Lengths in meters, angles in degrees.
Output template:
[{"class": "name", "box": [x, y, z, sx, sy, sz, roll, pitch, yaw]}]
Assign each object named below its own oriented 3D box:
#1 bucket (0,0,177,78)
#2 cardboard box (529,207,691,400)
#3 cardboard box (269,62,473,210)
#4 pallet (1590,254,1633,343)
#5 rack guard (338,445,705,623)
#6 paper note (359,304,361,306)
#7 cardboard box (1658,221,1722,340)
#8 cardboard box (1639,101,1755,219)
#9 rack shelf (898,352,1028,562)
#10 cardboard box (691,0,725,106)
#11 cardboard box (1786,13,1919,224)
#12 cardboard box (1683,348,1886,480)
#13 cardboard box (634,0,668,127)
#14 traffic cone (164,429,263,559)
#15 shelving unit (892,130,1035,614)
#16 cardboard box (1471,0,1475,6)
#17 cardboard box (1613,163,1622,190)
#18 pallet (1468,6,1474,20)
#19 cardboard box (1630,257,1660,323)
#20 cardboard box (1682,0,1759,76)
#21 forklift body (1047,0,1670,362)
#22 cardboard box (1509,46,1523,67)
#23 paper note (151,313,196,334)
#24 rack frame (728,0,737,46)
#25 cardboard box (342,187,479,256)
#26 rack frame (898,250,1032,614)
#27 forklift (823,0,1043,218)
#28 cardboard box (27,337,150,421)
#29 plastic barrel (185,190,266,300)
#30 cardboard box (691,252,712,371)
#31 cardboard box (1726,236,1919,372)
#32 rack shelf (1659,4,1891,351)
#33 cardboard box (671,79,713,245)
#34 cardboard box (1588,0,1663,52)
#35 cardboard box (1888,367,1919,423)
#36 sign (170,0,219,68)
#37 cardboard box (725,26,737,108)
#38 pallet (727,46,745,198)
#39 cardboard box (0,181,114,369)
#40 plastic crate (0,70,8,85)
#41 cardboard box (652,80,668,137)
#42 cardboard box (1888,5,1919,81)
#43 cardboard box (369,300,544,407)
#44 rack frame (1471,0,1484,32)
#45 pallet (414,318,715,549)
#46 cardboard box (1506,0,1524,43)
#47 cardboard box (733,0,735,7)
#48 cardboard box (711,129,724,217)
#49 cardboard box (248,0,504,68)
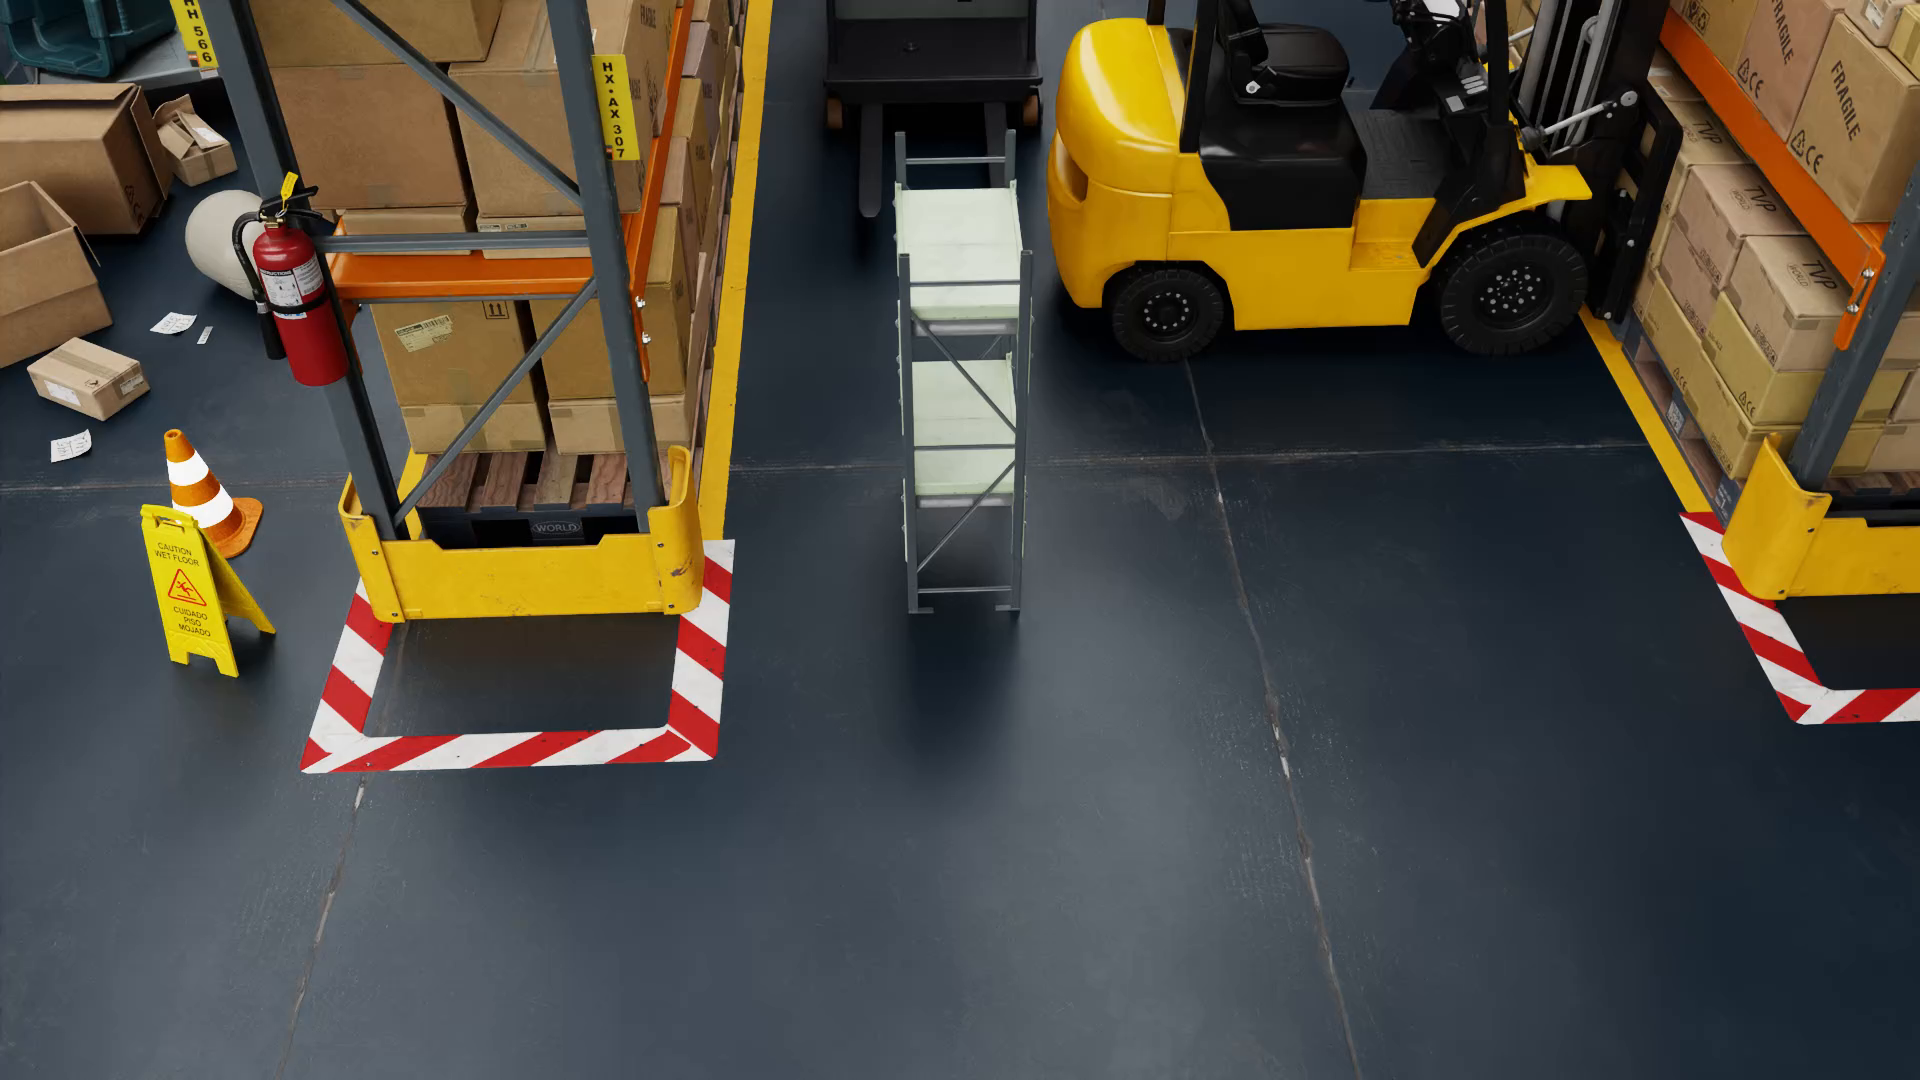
[{"class": "bucket", "box": [-4.325, -2.709, 8.284, 0.726, 0.611, 0.620, 12, 34, 13]}, {"class": "cardboard box", "box": [-1.283, -0.878, 6.157, 0.500, 0.500, 0.500, -3, 43, -3]}, {"class": "cardboard box", "box": [-1.821, -1.396, 5.259, 0.500, 0.500, 0.500, -2, 43, -3]}, {"class": "pallet", "box": [3.313, -1.345, 7.561, 1.003, 0.211, 1.213, -2, 43, -2]}, {"class": "rack guard", "box": [-1.526, -0.021, 5.903, 1.175, 0.500, 0.348, -2, 43, -2]}, {"class": "paper note", "box": [-2.738, -1.054, 7.377, 0.142, 0.019, 0.148, -16, 45, -16]}, {"class": "cardboard box", "box": [3.093, -1.020, 6.497, 0.500, 0.250, 0.500, -2, 43, -2]}, {"class": "cardboard box", "box": [3.046, -1.533, 6.687, 0.500, 0.250, 0.500, -1, 43, -1]}, {"class": "rack shelf", "box": [0.000, -0.308, 5.959, 0.431, 0.370, 0.720, -2, 43, -2]}, {"class": "cardboard box", "box": [-1.376, -2.274, 7.681, 0.500, 0.500, 0.500, -1, 43, -1]}, {"class": "cardboard box", "box": [3.153, -1.398, 5.481, 0.500, 0.500, 0.500, -3, 43, -3]}, {"class": "cardboard box", "box": [3.100, -0.486, 6.284, 0.500, 0.250, 0.500, -1, 43, -1]}, {"class": "cardboard box", "box": [-1.291, -1.715, 5.607, 0.500, 0.500, 0.500, 0, 43, 0]}, {"class": "traffic cone", "box": [-2.830, -0.209, 6.136, 0.336, 0.463, 0.334, -2, 43, -2]}, {"class": "shelving unit", "box": [0.000, -0.548, 5.738, 0.431, 1.500, 0.755, -2, 43, -2]}, {"class": "cardboard box", "box": [3.233, -3.368, 9.151, 0.875, 0.625, 0.625, 0, 43, 0]}, {"class": "cardboard box", "box": [3.032, -1.706, 7.246, 0.500, 0.250, 0.500, -2, 43, -2]}, {"class": "pallet", "box": [3.196, -3.205, 9.590, 1.003, 0.211, 1.213, -2, 43, -2]}, {"class": "cardboard box", "box": [3.077, -1.160, 7.019, 0.500, 0.250, 0.500, -1, 43, -1]}, {"class": "cardboard box", "box": [3.118, -2.094, 6.241, 0.500, 0.500, 0.500, -2, 43, -3]}, {"class": "forklift body", "box": [1.533, -1.951, 6.787, 2.313, 2.155, 1.214, -2, 43, -2]}, {"class": "cardboard box", "box": [2.993, -2.199, 8.154, 0.500, 0.250, 0.500, -3, 43, -3]}, {"class": "paper note", "box": [-3.438, -0.951, 7.274, 0.148, 0.019, 0.142, 12, 44, 13]}, {"class": "rack frame", "box": [-1.693, -3.592, 7.949, 1.000, 3.000, 0.127, -2, 43, -2]}, {"class": "cardboard box", "box": [-1.753, -1.045, 5.356, 0.380, 0.149, 0.250, 0, 43, 0]}, {"class": "rack frame", "box": [0.016, -0.301, 5.469, 0.400, 1.500, 0.023, -2, 43, -2]}, {"class": "forklift", "box": [-0.147, -3.406, 7.797, 1.130, 2.935, 3.031, -1, 43, -1]}, {"class": "cardboard box", "box": [-3.597, -0.667, 6.867, 0.380, 0.149, 0.250, 19, 46, 20]}, {"class": "plastic barrel", "box": [-3.123, -1.293, 7.347, 0.512, 0.421, 0.421, 27, 49, 27]}, {"class": "cardboard box", "box": [-1.295, -0.930, 6.769, 0.500, 0.250, 0.500, 0, 43, 0]}, {"class": "cardboard box", "box": [3.105, -0.848, 5.939, 0.500, 0.250, 0.500, 0, 43, 0]}, {"class": "rack shelf", "box": [3.351, -2.121, 6.877, 1.077, 0.370, 4.000, -2, 43, -2]}, {"class": "cardboard box", "box": [-1.322, -1.569, 6.911, 0.500, 0.500, 0.500, -1, 43, -1]}, {"class": "cardboard box", "box": [3.018, -2.230, 7.447, 0.500, 0.250, 0.500, 0, 43, 0]}, {"class": "cardboard box", "box": [3.624, -0.685, 6.132, 0.500, 0.250, 0.500, -1, 43, -1]}, {"class": "sign", "box": [-2.078, -1.432, 4.502, 0.100, 0.325, 0.005, -2, 43, -2]}, {"class": "cardboard box", "box": [-1.399, -2.342, 8.309, 0.500, 0.250, 0.500, 0, 43, 0]}, {"class": "pallet", "box": [-1.629, -2.111, 8.397, 1.003, 0.211, 1.213, -2, 43, -2]}, {"class": "cardboard box", "box": [-4.127, -1.084, 7.060, 0.797, 0.503, 0.637, -32, 51, -30]}, {"class": "plastic crate", "box": [-5.318, -2.286, 8.563, 0.450, 0.188, 0.662, 12, 43, 27]}, {"class": "cardboard box", "box": [-1.251, -1.558, 5.916, 0.380, 0.149, 0.250, -1, 43, -1]}, {"class": "cardboard box", "box": [3.141, -1.538, 5.154, 0.380, 0.149, 0.250, -1, 43, -1]}, {"class": "cardboard box", "box": [-1.818, -0.842, 6.118, 0.500, 0.500, 0.500, -1, 43, -2]}, {"class": "rack frame", "box": [3.266, -3.737, 8.107, 1.000, 3.000, 0.127, -2, 43, -2]}, {"class": "pallet", "box": [-1.525, -0.464, 6.600, 1.003, 0.211, 1.213, -2, 43, -2]}, {"class": "cardboard box", "box": [2.978, -2.727, 8.359, 0.500, 0.250, 0.500, -2, 43, -2]}, {"class": "cardboard box", "box": [-1.718, -3.132, 9.081, 0.950, 0.372, 0.625, -1, 43, -1]}, {"class": "cardboard box", "box": [-1.350, -1.639, 7.542, 0.500, 0.250, 0.500, -1, 43, -1]}, {"class": "cardboard box", "box": [-1.763, -1.745, 4.900, 0.700, 0.500, 0.500, -3, 43, -3]}]
